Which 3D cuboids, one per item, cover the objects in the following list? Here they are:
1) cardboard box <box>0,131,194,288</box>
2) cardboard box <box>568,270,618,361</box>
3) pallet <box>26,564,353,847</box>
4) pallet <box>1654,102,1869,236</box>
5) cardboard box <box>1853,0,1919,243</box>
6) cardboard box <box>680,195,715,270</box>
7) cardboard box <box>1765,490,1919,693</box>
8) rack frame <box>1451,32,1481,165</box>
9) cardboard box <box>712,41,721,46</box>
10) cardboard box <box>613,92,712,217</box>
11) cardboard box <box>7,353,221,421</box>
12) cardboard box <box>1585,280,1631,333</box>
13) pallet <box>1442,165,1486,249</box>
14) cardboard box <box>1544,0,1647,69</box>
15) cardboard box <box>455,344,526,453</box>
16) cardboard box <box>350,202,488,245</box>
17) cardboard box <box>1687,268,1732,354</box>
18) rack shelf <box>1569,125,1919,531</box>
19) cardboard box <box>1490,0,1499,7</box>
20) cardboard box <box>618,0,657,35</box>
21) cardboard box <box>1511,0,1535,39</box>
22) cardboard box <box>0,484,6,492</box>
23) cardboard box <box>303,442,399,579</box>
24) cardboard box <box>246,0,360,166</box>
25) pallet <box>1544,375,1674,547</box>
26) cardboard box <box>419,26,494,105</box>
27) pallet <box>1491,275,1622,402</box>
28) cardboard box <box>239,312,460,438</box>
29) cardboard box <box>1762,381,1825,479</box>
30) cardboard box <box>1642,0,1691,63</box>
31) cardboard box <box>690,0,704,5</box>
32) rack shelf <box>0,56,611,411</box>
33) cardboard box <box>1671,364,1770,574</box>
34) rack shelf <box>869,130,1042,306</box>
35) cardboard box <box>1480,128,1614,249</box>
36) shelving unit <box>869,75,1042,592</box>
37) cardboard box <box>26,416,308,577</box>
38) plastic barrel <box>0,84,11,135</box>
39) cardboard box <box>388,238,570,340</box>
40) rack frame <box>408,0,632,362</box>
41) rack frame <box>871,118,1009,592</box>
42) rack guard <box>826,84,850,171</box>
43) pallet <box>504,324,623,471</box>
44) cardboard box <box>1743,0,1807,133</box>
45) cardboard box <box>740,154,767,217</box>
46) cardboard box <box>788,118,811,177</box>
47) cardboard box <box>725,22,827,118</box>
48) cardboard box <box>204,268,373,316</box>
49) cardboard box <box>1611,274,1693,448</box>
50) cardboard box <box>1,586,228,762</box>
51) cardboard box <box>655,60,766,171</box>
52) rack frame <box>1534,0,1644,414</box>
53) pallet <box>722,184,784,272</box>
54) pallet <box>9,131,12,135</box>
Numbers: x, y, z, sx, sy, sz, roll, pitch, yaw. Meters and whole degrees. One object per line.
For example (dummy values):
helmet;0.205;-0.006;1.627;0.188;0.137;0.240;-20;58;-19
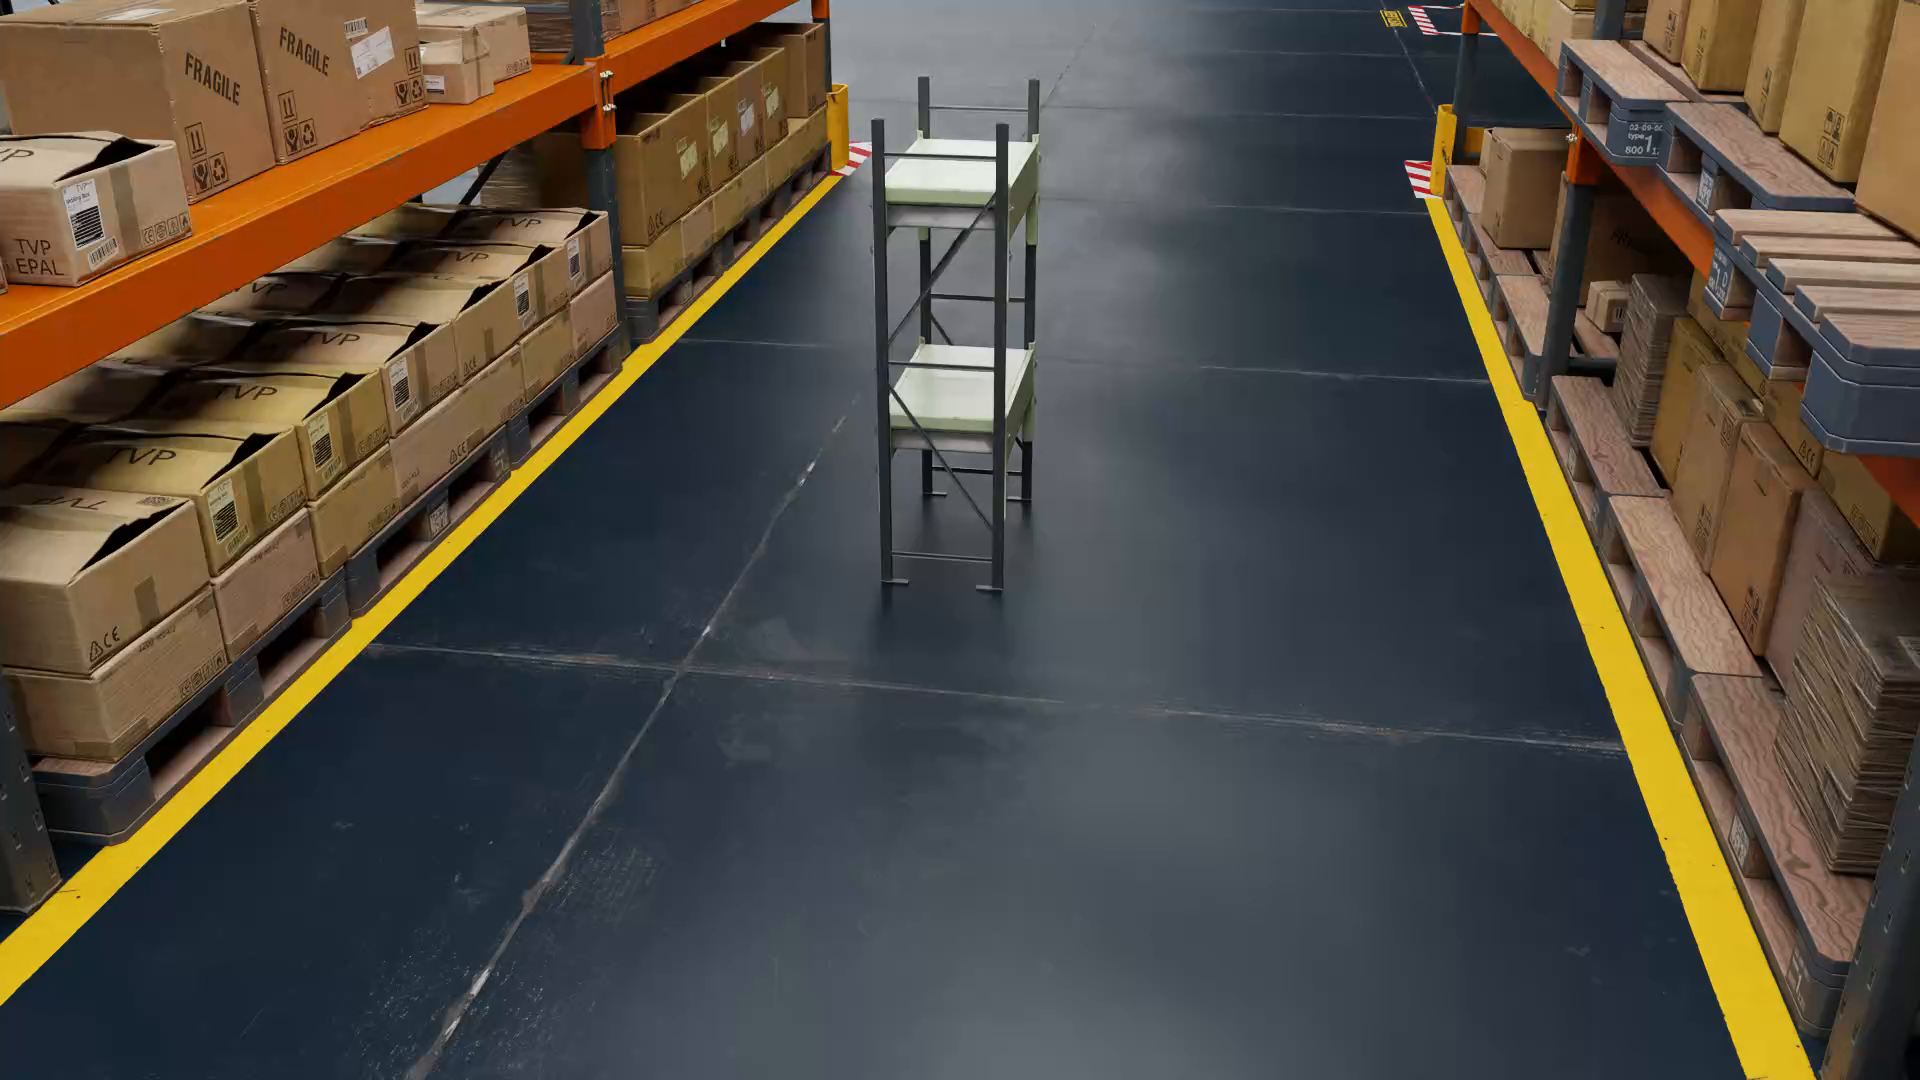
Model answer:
cardboard box;-2.313;-0.861;4.157;0.500;0.311;0.500;4;25;8
cardboard box;-1.778;-0.965;7.022;0.500;0.250;0.500;4;25;8
pallet;-2.477;0.380;4.688;1.003;0.211;1.213;4;25;9
pallet;2.521;-0.943;4.453;1.003;0.211;1.213;4;25;9
cardboard box;2.369;-0.877;3.448;0.700;0.500;0.500;2;25;4
cardboard box;-1.535;-1.540;8.251;0.500;0.250;0.500;4;25;9
cardboard box;2.503;0.221;4.168;0.700;0.500;0.500;4;25;8
rack frame;3.545;-3.545;9.786;1.000;3.000;0.127;4;25;9
cardboard box;-1.730;-2.753;9.957;0.500;0.500;0.500;4;25;9
cardboard box;-1.538;-1.880;8.092;0.500;0.500;0.500;4;25;9
cardboard box;-2.644;-0.405;5.163;0.500;0.311;0.500;4;25;8
cardboard box;2.949;-1.014;7.201;0.380;0.166;0.250;1;25;2
pallet;3.365;-1.913;9.588;1.003;0.211;1.213;4;25;9
cardboard box;2.670;-2.032;6.707;0.500;0.250;0.500;4;25;9
cardboard box;-1.946;-0.540;6.113;0.500;0.250;0.500;5;25;10
cardboard box;-2.310;-1.257;6.984;0.500;0.311;0.500;4;25;9
cardboard box;2.719;-0.786;5.435;0.500;0.250;0.500;3;25;7
rack shelf;2.564;-0.710;4.577;1.077;0.370;4.000;4;25;9
cardboard box;2.992;-2.873;8.504;0.500;0.250;0.500;4;25;8
cardboard box;-1.850;-2.666;7.790;0.700;0.500;0.500;4;25;8
cardboard box;2.826;-2.452;7.603;0.500;0.250;0.500;4;25;8
cardboard box;-2.807;0.024;4.247;0.500;0.311;0.500;5;25;10
cardboard box;-2.115;-0.113;5.200;0.500;0.250;0.500;3;25;7
cardboard box;-2.306;-1.509;5.318;0.500;0.500;0.500;4;25;9
pallet;2.765;-0.284;6.107;1.003;0.211;1.213;4;25;9
cardboard box;-1.959;-1.773;6.157;0.396;0.266;0.258;3;25;7
pallet;2.966;-0.893;7.408;1.003;0.211;1.213;4;25;9
cardboard box;-2.028;-0.587;5.552;0.500;0.311;0.500;4;25;8
cardboard box;2.538;-0.360;4.526;0.500;0.250;0.500;4;25;8
cardboard box;2.774;-1.906;5.647;0.700;0.500;0.500;4;25;9
cardboard box;-1.682;-3.090;8.695;0.700;0.500;0.500;5;26;10
rack shelf;-2.323;-1.052;5.307;1.077;0.370;4.000;4;25;9
cardboard box;2.629;-0.200;5.069;0.700;0.500;0.500;4;25;9
rack shelf;0.001;-1.036;5.273;0.431;0.370;0.720;4;25;9
cardboard box;3.081;-1.787;8.460;0.700;0.500;0.500;2;25;5
shelving unit;0.001;-0.682;5.438;0.431;1.500;0.755;4;25;9
cardboard box;-2.197;-0.159;4.637;0.500;0.311;0.500;3;25;7
plastic barrel;-6.343;-2.805;10.643;0.421;0.512;0.421;0;25;0
cardboard box;-1.859;-1.005;6.446;0.500;0.311;0.500;5;25;10
rack frame;-1.996;-2.214;6.941;1.000;3.000;0.127;4;25;9
rack frame;-0.059;-0.529;5.111;0.400;1.500;0.023;4;25;9
rack guard;-1.339;-2.765;11.067;1.175;0.500;0.348;4;25;9
pallet;-2.078;-0.640;6.868;1.003;0.211;1.213;4;25;9
cardboard box;2.599;-1.395;4.556;0.700;0.500;0.500;8;26;16
cardboard box;-1.372;-1.959;9.144;0.500;0.250;0.500;4;25;9
cardboard box;-1.209;-2.377;10.038;0.500;0.250;0.500;4;25;9
cardboard box;-1.137;-2.926;10.327;0.500;0.500;0.500;4;25;9
cardboard box;-2.480;-0.832;6.075;0.500;0.311;0.500;3;25;7
cardboard box;2.787;-0.630;5.988;0.700;0.500;0.500;5;26;10
cardboard box;-2.275;0.316;4.286;0.500;0.250;0.500;4;25;8
cardboard box;-1.369;-2.298;8.985;0.500;0.500;0.500;4;25;9
rack frame;2.891;-1.872;6.211;1.000;3.000;0.127;4;25;9
pallet;-1.628;-1.792;9.330;1.003;0.211;1.213;4;25;9
pallet;-6.333;-2.594;11.043;1.003;0.211;1.213;4;25;9
